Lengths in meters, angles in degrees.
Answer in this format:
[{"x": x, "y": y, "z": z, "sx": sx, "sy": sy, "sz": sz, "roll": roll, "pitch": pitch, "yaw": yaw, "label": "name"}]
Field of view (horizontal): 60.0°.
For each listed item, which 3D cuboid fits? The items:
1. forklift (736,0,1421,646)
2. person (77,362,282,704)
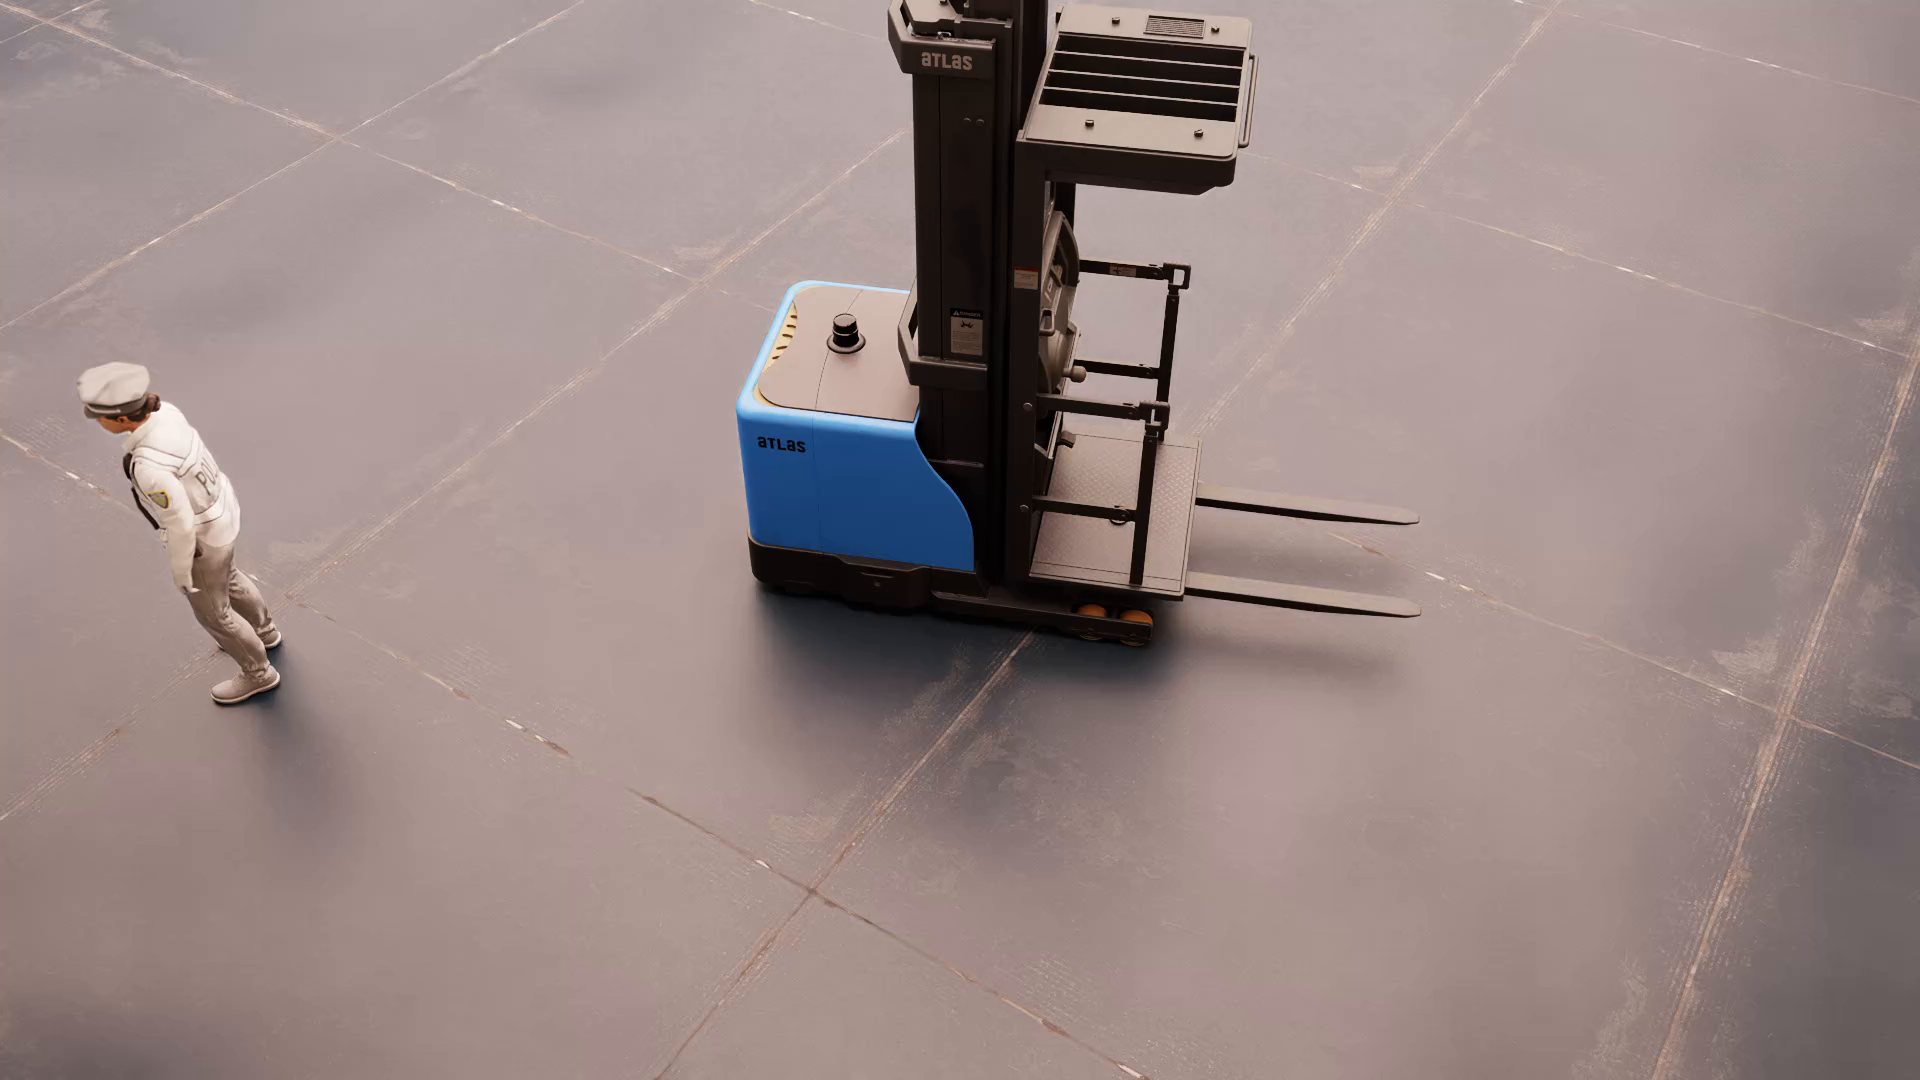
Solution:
[{"x": 0.598, "y": -0.987, "z": 6.890, "sx": 3.031, "sy": 2.935, "sz": 1.130, "roll": 7, "pitch": 44, "yaw": 8, "label": "forklift"}, {"x": -3.127, "y": -0.025, "z": 6.797, "sx": 0.373, "sy": 1.664, "sz": 0.528, "roll": -9, "pitch": 44, "yaw": -10, "label": "person"}]
